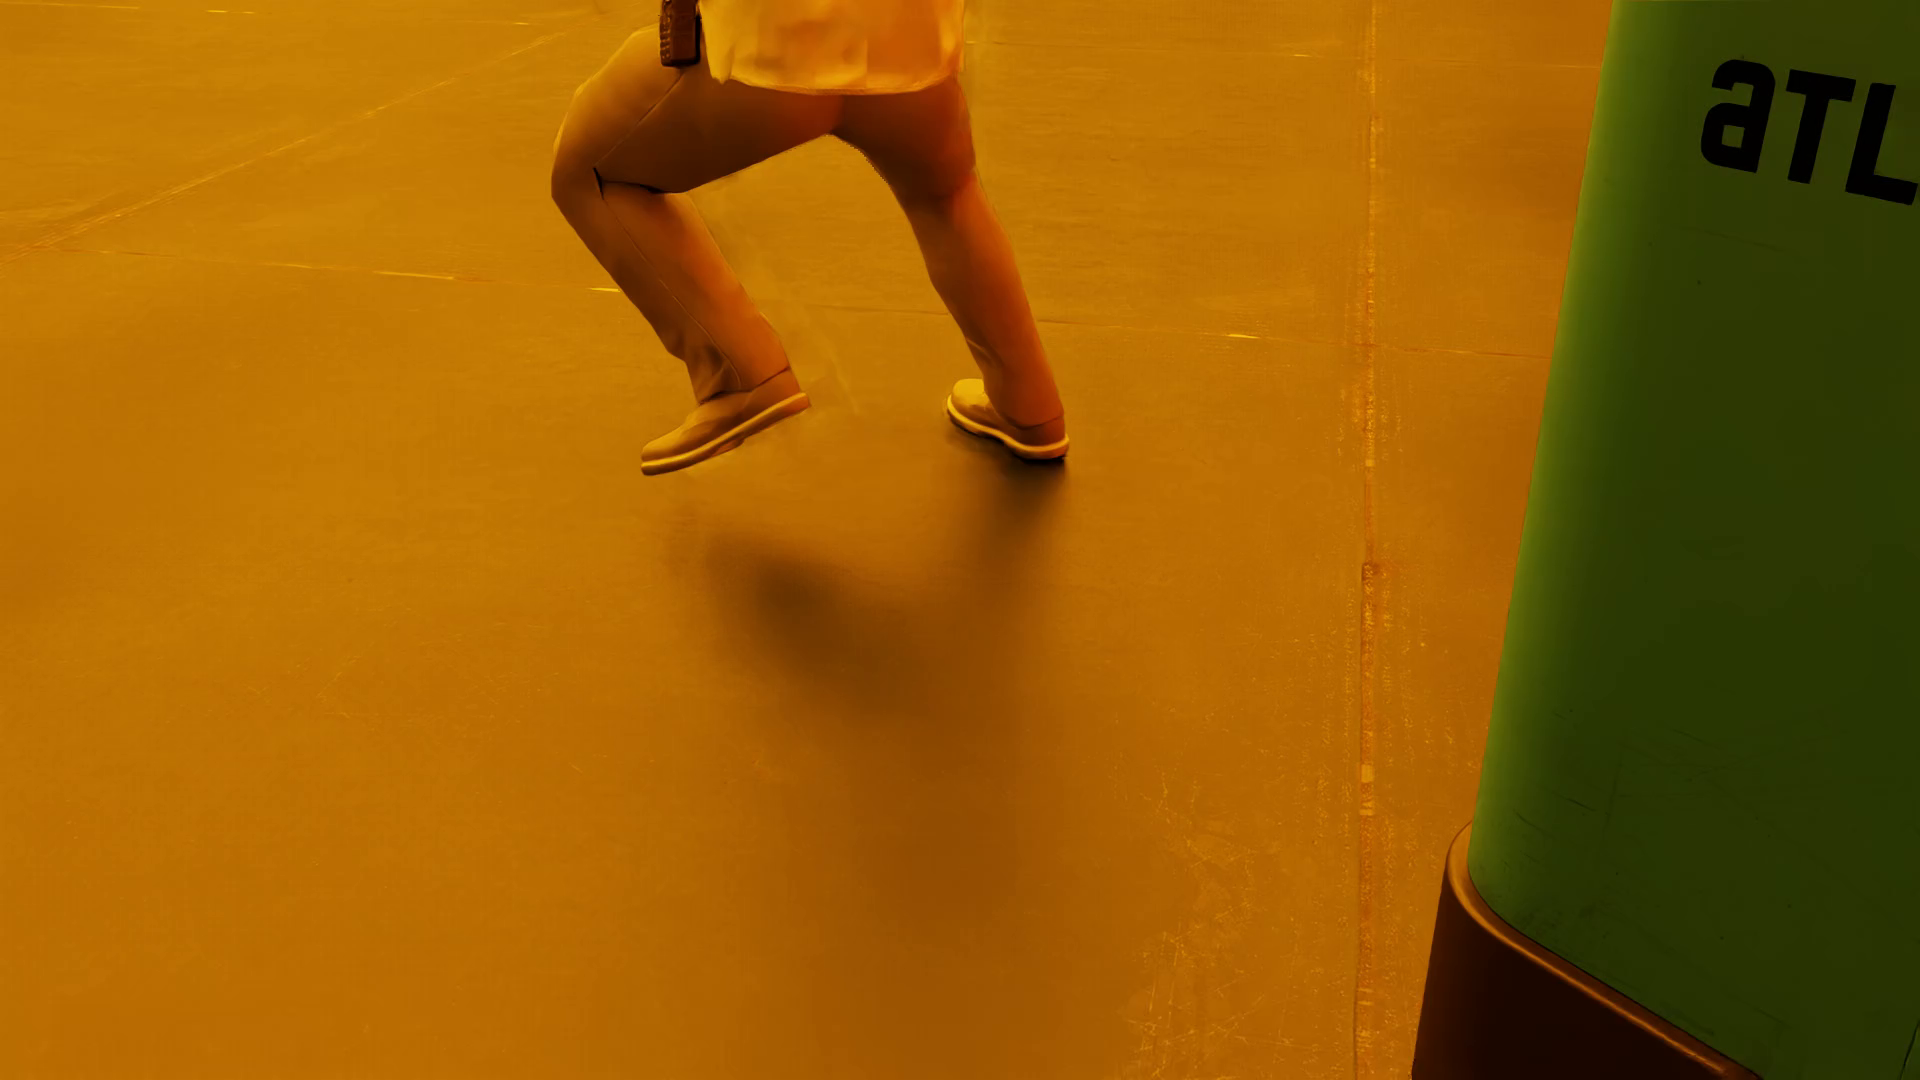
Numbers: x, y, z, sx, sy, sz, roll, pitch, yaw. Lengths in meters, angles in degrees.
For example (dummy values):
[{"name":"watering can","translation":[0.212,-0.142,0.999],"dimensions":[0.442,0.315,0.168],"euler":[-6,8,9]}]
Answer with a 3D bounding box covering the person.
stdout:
[{"name":"person","translation":[-0.231,-0.767,2.379],"dimensions":[0.828,1.474,0.726],"euler":[-12,29,-22]}]
